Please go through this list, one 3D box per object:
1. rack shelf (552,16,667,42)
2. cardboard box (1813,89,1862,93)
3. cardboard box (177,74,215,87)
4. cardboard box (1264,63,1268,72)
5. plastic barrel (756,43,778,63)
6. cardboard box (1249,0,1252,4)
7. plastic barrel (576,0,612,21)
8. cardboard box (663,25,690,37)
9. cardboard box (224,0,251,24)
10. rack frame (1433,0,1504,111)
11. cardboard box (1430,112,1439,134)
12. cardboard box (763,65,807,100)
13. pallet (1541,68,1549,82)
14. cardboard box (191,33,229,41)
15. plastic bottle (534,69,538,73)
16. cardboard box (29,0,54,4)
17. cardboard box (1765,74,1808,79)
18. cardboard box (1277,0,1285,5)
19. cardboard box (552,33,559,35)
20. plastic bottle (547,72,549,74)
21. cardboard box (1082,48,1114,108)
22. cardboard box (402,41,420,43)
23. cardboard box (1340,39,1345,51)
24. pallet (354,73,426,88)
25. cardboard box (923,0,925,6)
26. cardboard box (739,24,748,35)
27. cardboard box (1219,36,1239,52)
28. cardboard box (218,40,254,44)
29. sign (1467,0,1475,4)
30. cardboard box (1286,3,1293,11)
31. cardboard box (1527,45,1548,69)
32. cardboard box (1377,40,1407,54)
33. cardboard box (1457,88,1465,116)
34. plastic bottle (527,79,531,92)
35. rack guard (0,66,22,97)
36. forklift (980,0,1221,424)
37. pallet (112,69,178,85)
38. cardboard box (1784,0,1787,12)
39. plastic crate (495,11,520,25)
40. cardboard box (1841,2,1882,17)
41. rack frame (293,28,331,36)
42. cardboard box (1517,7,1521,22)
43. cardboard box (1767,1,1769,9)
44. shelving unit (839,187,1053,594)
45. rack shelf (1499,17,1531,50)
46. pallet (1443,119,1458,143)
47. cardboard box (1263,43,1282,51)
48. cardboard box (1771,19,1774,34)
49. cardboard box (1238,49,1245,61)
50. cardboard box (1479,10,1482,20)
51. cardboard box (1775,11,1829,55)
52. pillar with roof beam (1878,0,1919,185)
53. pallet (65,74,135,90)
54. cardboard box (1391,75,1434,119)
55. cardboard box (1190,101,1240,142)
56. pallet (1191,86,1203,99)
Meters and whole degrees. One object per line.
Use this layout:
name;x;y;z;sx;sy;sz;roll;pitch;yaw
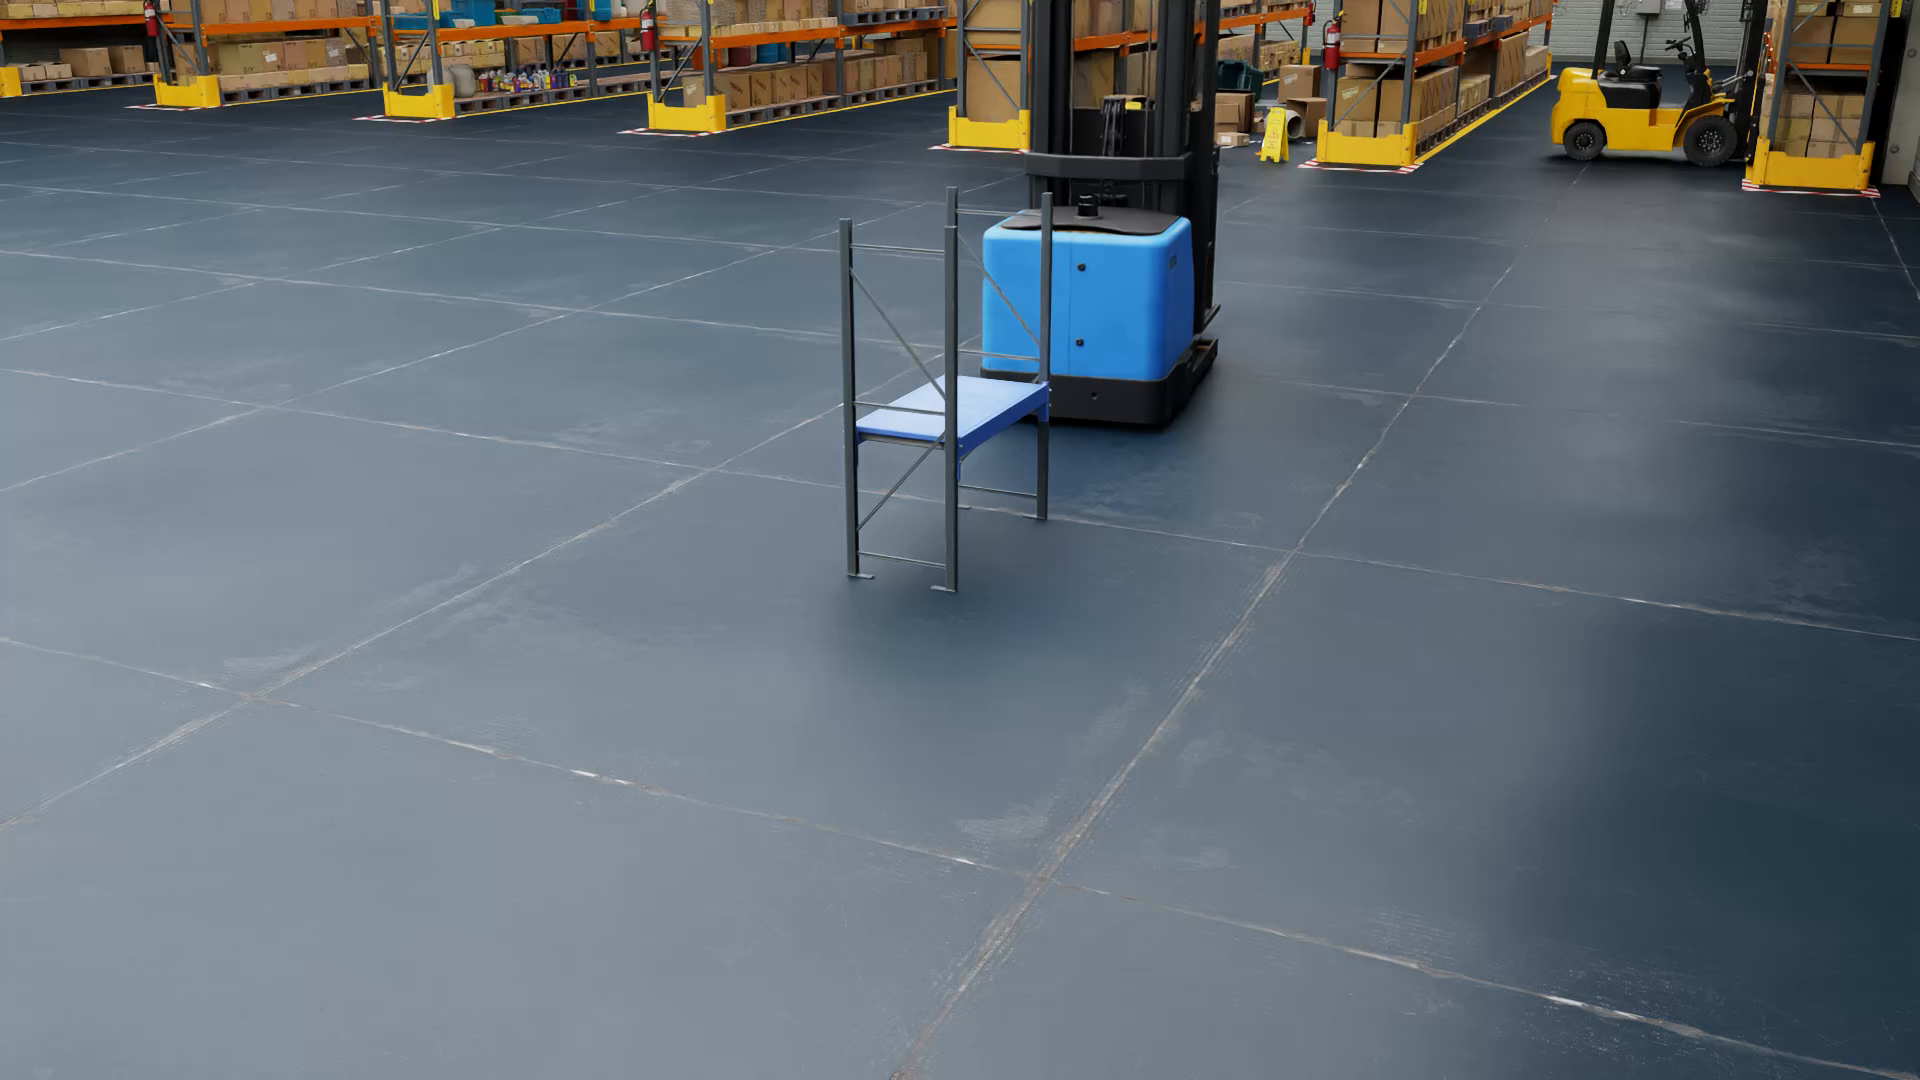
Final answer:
rack shelf;-6.103;-9.617;31.108;1.077;0.370;4.000;9;21;23
cardboard box;10.101;-5.050;19.178;0.500;0.250;0.500;9;21;23
cardboard box;-13.127;-7.910;28.710;0.500;0.250;0.500;9;21;23
cardboard box;5.908;-9.402;33.059;0.380;0.149;0.250;9;22;24
plastic barrel;-4.174;-10.619;35.356;0.600;0.901;0.708;9;21;23
cardboard box;5.375;-10.330;31.787;0.380;0.149;0.250;8;21;21
plastic barrel;-6.487;-9.657;29.400;0.600;0.901;0.708;9;21;23
cardboard box;-4.113;-7.439;24.286;0.380;0.149;0.250;9;21;23
cardboard box;-12.664;-9.152;28.577;0.700;0.500;0.500;9;22;24
rack frame;8.276;-8.528;26.972;1.000;3.000;0.127;9;21;23
cardboard box;6.010;-5.517;21.982;0.500;0.250;0.500;10;22;26
cardboard box;-2.831;-7.392;26.882;0.500;0.500;0.500;17;26;40
pallet;11.296;-9.405;33.599;1.003;0.211;1.213;9;21;23
cardboard box;-15.497;-10.449;34.329;0.500;0.250;0.500;8;21;22
plastic bottle;-7.462;-8.118;29.216;0.061;0.283;0.133;9;21;23
cardboard box;-16.917;-10.028;30.264;0.500;0.500;0.500;9;21;23
cardboard box;10.684;-5.894;21.550;0.500;0.250;0.500;8;21;22
cardboard box;6.224;-11.005;33.343;0.500;0.500;0.500;8;21;22
cardboard box;-9.198;-11.280;36.666;0.500;0.250;0.500;8;21;22
plastic bottle;-7.146;-7.986;28.857;0.152;0.276;0.135;9;21;23
cardboard box;1.759;-6.968;25.129;0.875;0.875;0.875;9;21;24
cardboard box;-10.912;-9.821;33.246;0.500;0.311;0.500;8;21;22
cardboard box;4.961;-6.201;20.802;0.380;0.149;0.250;8;21;22
pallet;-11.173;-8.942;32.298;1.003;0.211;1.213;9;21;23
cardboard box;-0.950;-9.962;30.229;0.500;0.500;0.500;6;20;16
cardboard box;-3.387;-7.606;24.754;0.380;0.149;0.250;9;21;23
cardboard box;4.856;-9.191;30.822;0.500;0.250;0.500;8;21;20
cardboard box;-12.733;-8.571;29.450;0.500;0.500;0.500;9;21;23
sign;7.136;-7.641;23.186;0.100;0.325;0.005;9;21;23
cardboard box;6.676;-11.058;34.460;0.380;0.149;0.250;8;21;20
cardboard box;11.373;-9.749;33.602;0.875;0.438;0.875;8;21;21
cardboard box;5.328;-6.040;20.350;0.380;0.149;0.250;9;21;23
cardboard box;6.850;-6.426;24.356;0.950;0.372;0.625;9;21;23
plastic bottle;-7.311;-7.688;28.129;0.097;0.201;0.097;0;20;0
rack guard;-17.567;-8.327;30.137;1.175;0.500;0.348;9;21;23
forklift;1.021;-2.470;10.039;1.130;2.935;3.031;6;20;16
pallet;-16.203;-9.180;32.967;1.003;0.211;1.213;9;21;23
cardboard box;9.919;-6.295;19.576;0.380;0.149;0.250;9;21;23
plastic crate;-7.735;-8.869;28.246;0.450;0.188;0.662;9;21;23
cardboard box;9.906;-5.823;18.250;0.380;0.149;0.250;8;21;21
rack frame;-14.322;-11.927;36.529;1.000;3.000;0.127;9;21;23
cardboard box;9.527;-9.201;29.089;0.500;0.250;0.500;8;21;21
cardboard box;13.508;-8.801;26.962;0.700;0.500;0.500;8;21;22
shelving unit;-0.035;-0.681;7.144;0.538;1.500;1.048;9;21;23
rack shelf;9.095;-8.801;28.812;1.077;0.370;4.000;9;21;23
pallet;6.395;-5.781;23.410;1.003;0.211;1.213;9;21;23
cardboard box;6.431;-10.169;34.327;0.380;0.149;0.250;8;21;21
cardboard box;12.191;-7.522;24.368;0.500;0.250;0.500;8;21;22
cardboard box;5.073;-9.002;31.408;0.500;0.500;0.500;8;21;21
cardboard box;7.556;-7.831;24.760;0.380;0.149;0.250;9;21;23
cardboard box;9.922;-5.950;19.574;0.500;0.500;0.500;8;21;22
pillar with roof beam;6.710;-8.909;19.090;9.100;9.000;0.400;9;21;23
pallet;-16.701;-8.806;31.915;1.003;0.211;1.213;9;21;23
cardboard box;5.802;-5.715;21.419;0.500;0.500;0.500;8;21;21
cardboard box;3.410;-5.791;23.001;0.797;0.503;0.637;-5;20;-15
pallet;4.040;-8.101;29.934;1.003;0.211;1.213;9;21;23
